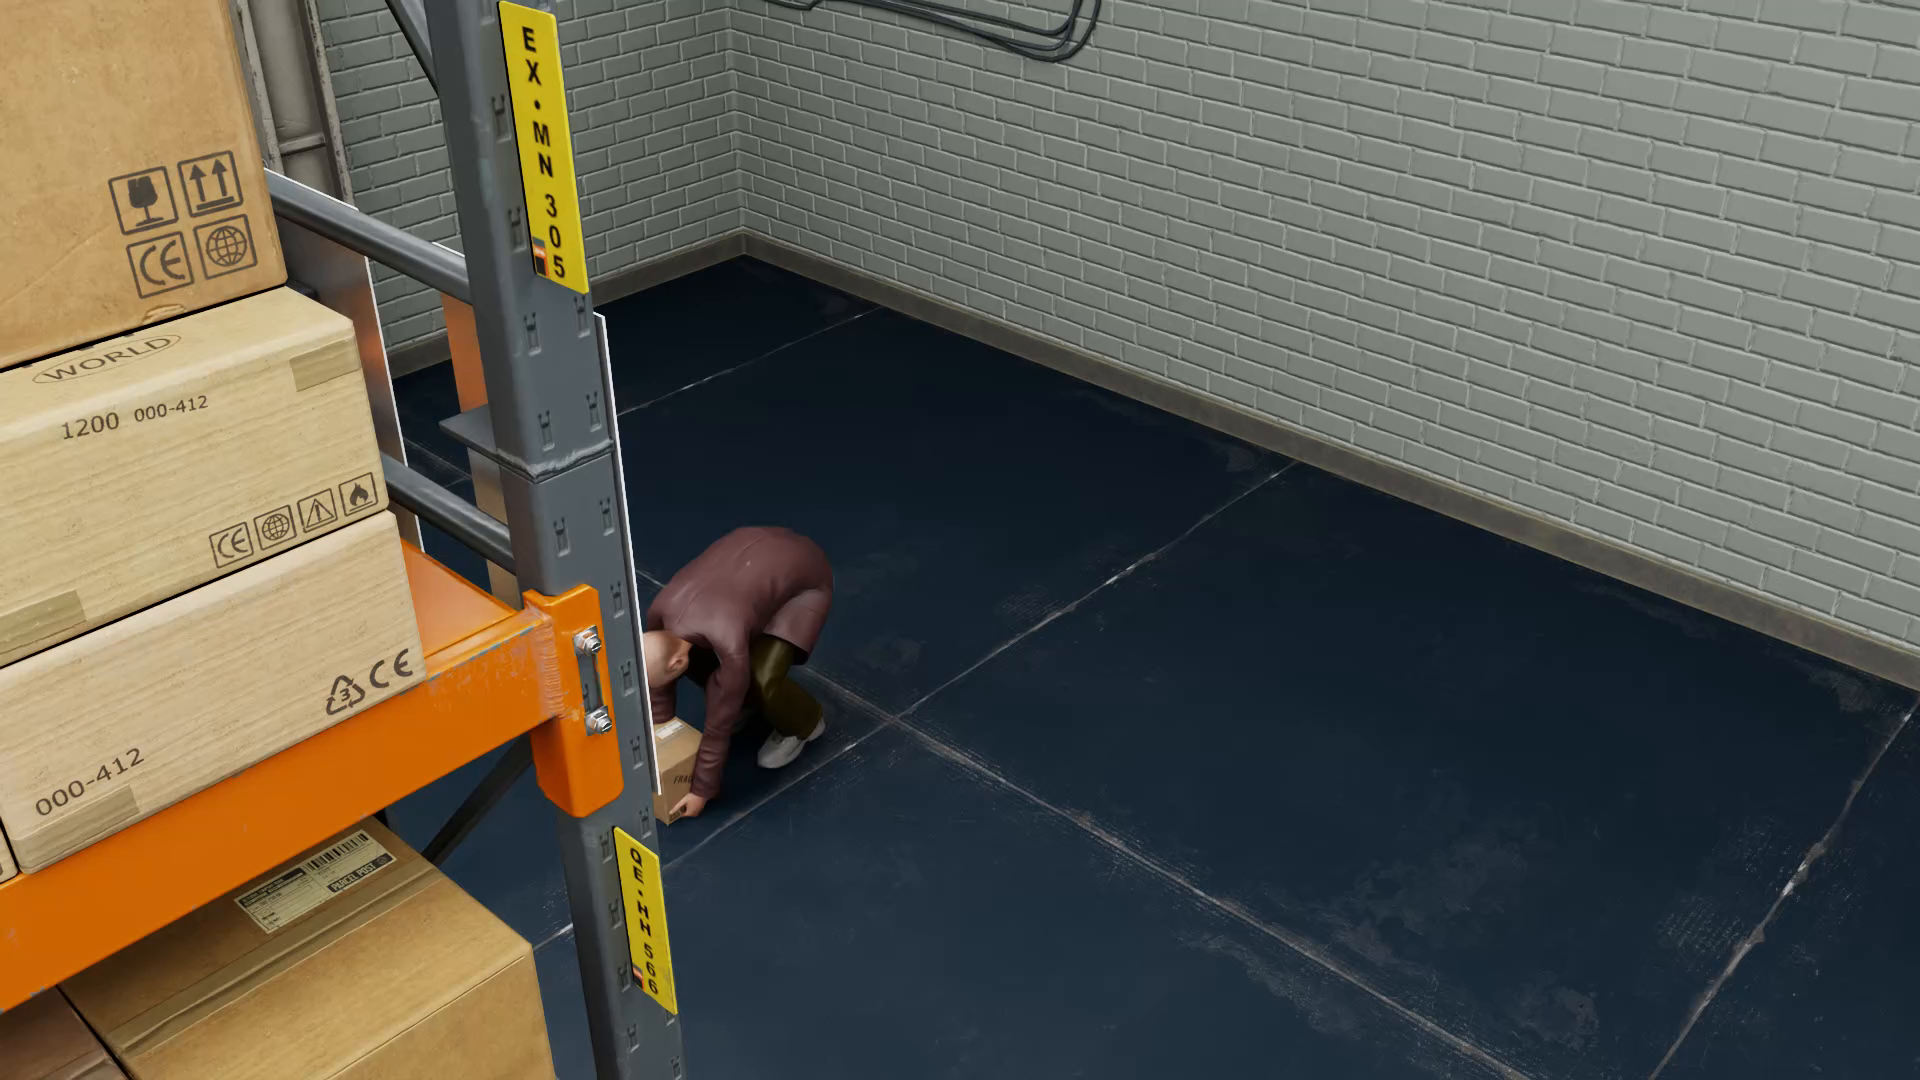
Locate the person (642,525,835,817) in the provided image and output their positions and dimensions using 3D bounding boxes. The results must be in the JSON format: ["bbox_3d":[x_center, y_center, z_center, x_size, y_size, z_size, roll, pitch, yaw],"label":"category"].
[{"bbox_3d":[-0.864,0.455,6.262,0.594,0.911,0.952,23,38,33],"label":"person"}]
